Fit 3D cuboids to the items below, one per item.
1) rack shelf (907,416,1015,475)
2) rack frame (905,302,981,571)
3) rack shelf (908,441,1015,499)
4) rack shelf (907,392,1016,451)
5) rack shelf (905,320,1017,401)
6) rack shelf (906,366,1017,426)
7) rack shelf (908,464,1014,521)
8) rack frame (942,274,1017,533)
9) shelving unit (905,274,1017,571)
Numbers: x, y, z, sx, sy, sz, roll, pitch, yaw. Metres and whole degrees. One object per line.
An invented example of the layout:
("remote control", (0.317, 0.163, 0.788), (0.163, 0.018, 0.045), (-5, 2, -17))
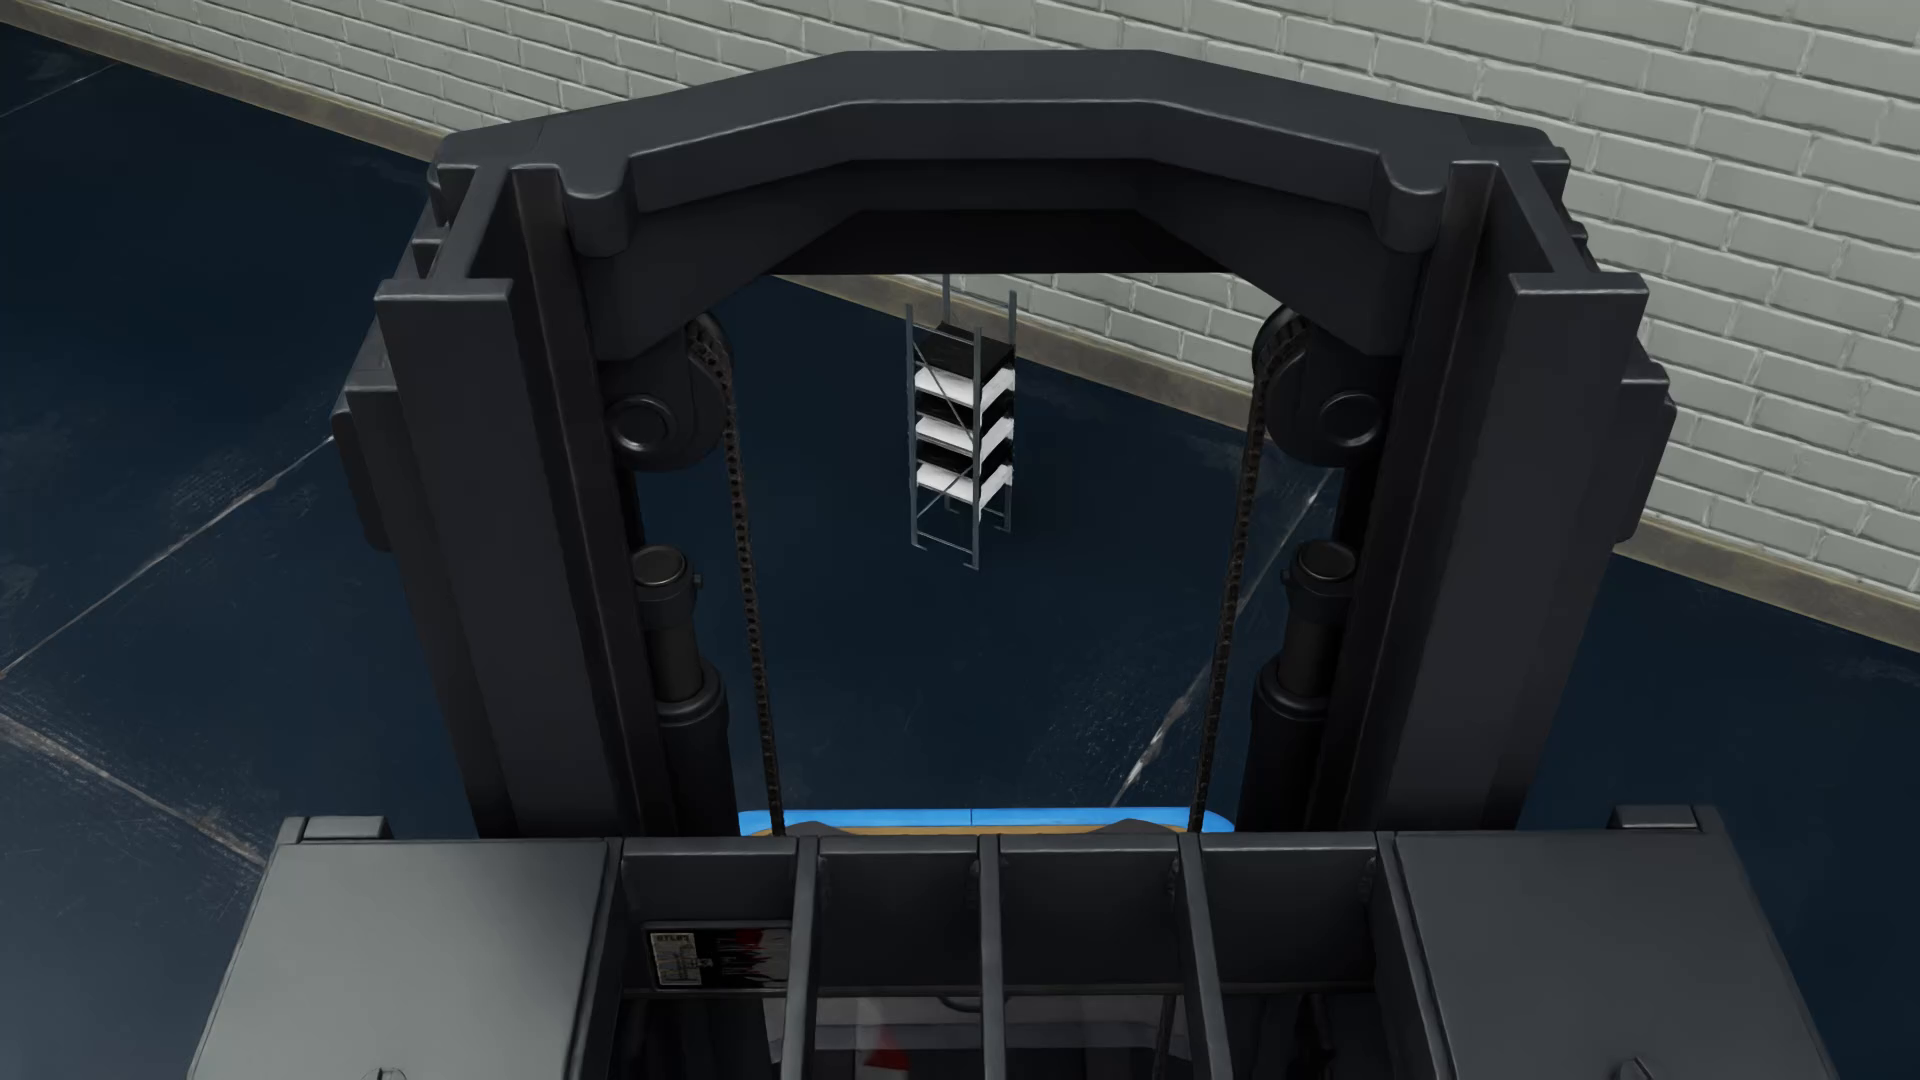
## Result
("rack shelf", (0.004, -0.317, 4.980), (0.258, 0.077, 0.200), (21, 45, 22))
("rack frame", (-0.047, -0.284, 4.892), (0.240, 0.900, 0.006), (21, 45, 22))
("rack shelf", (0.004, -0.250, 5.039), (0.258, 0.077, 0.200), (21, 45, 22))
("rack shelf", (0.004, -0.385, 4.920), (0.258, 0.077, 0.200), (21, 45, 22))
("rack shelf", (0.004, -0.520, 4.801), (0.258, 0.077, 0.200), (21, 45, 22))
("rack shelf", (0.004, -0.452, 4.861), (0.258, 0.077, 0.200), (21, 45, 22))
("rack shelf", (0.004, -0.182, 5.099), (0.258, 0.077, 0.200), (21, 45, 22))
("rack frame", (0.055, -0.401, 5.024), (0.240, 0.900, 0.006), (21, 45, 22))
("shelving unit", (0.004, -0.342, 4.958), (0.258, 0.900, 0.210), (21, 45, 22))
